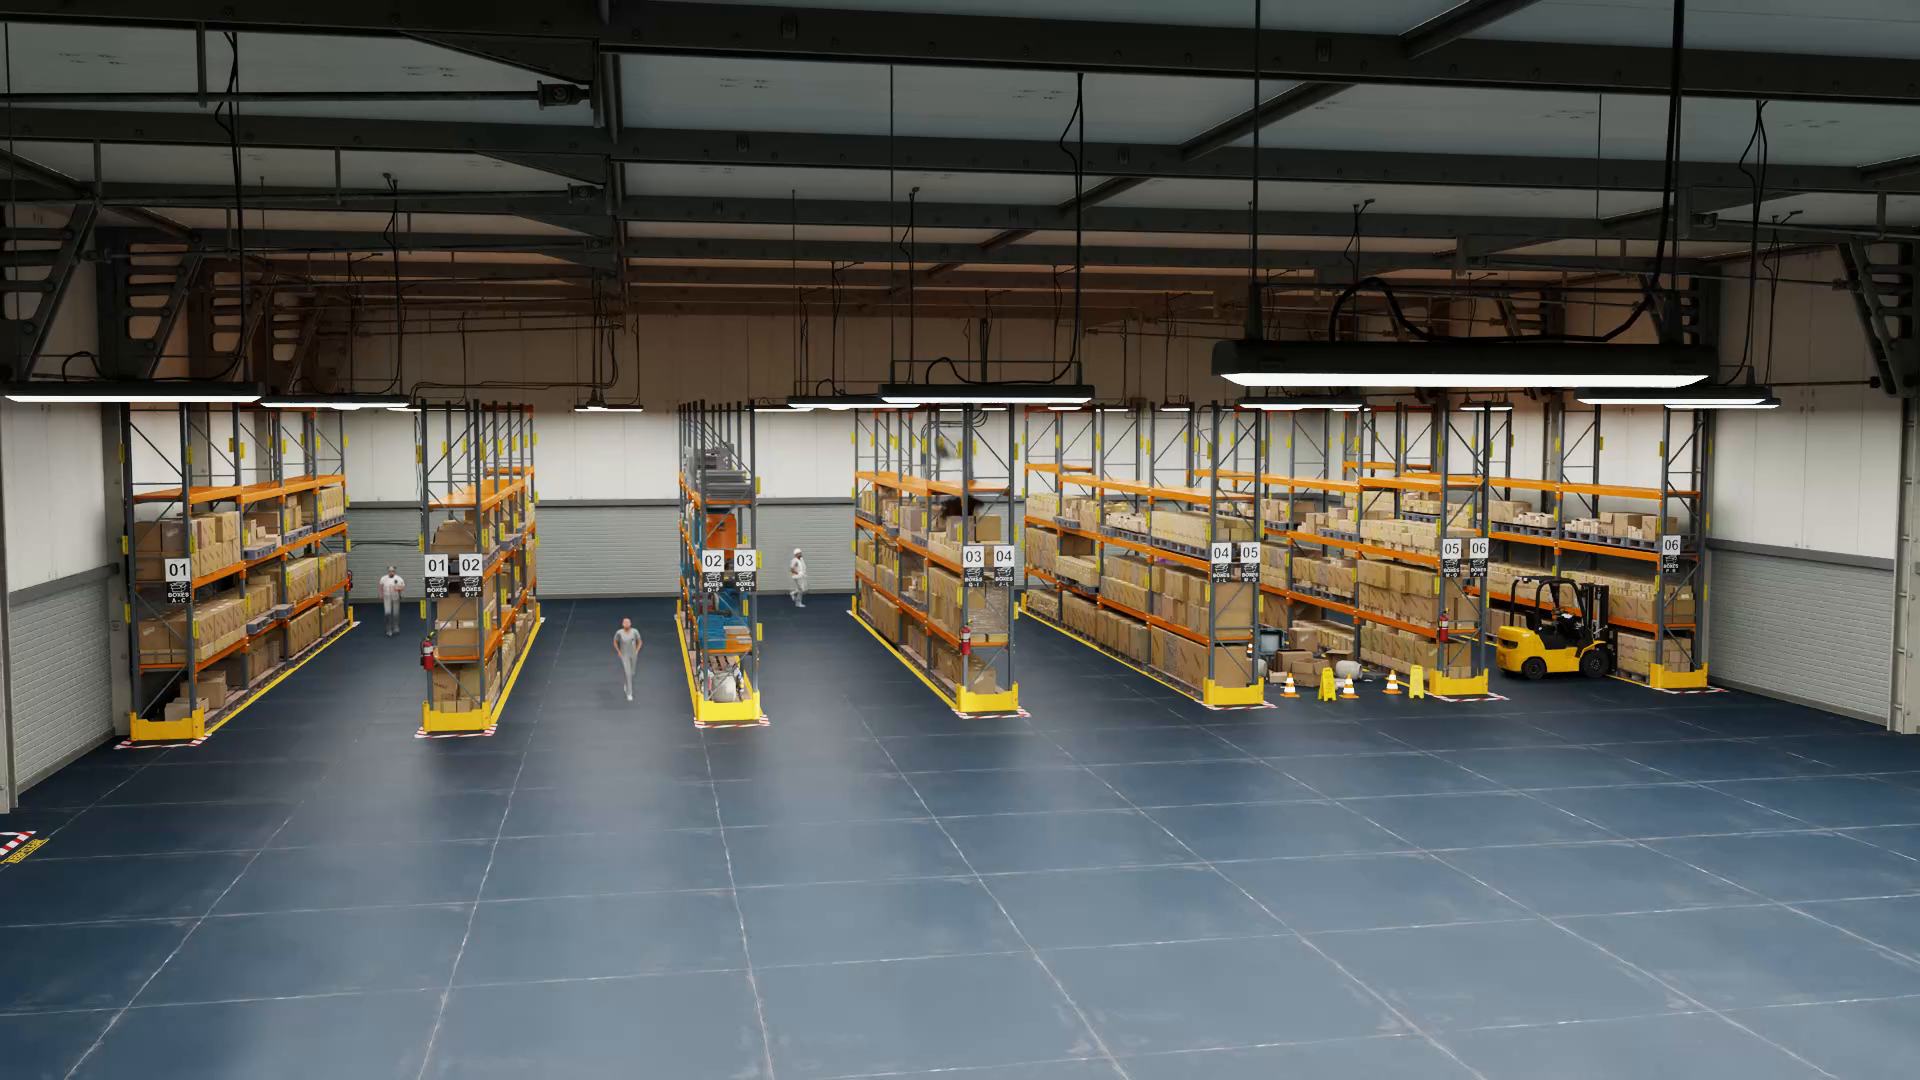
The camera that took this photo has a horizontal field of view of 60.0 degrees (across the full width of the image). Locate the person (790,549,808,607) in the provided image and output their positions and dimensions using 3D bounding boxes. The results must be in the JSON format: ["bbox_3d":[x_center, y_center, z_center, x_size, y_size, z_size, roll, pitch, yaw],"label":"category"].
[{"bbox_3d":[-4.823,1.127,49.521,0.602,1.737,0.686,1,5,18],"label":"person"}]

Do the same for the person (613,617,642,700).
[{"bbox_3d":[-6.727,2.369,33.640,0.565,1.678,0.765,-2,5,-20],"label":"person"}]

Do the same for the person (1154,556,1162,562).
[{"bbox_3d":[6.019,0.972,51.275,0.777,1.709,0.741,-1,5,-19],"label":"person"}]

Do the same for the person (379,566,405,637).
[{"bbox_3d":[-14.786,1.568,43.305,0.635,1.834,0.894,-1,5,-18],"label":"person"}]
